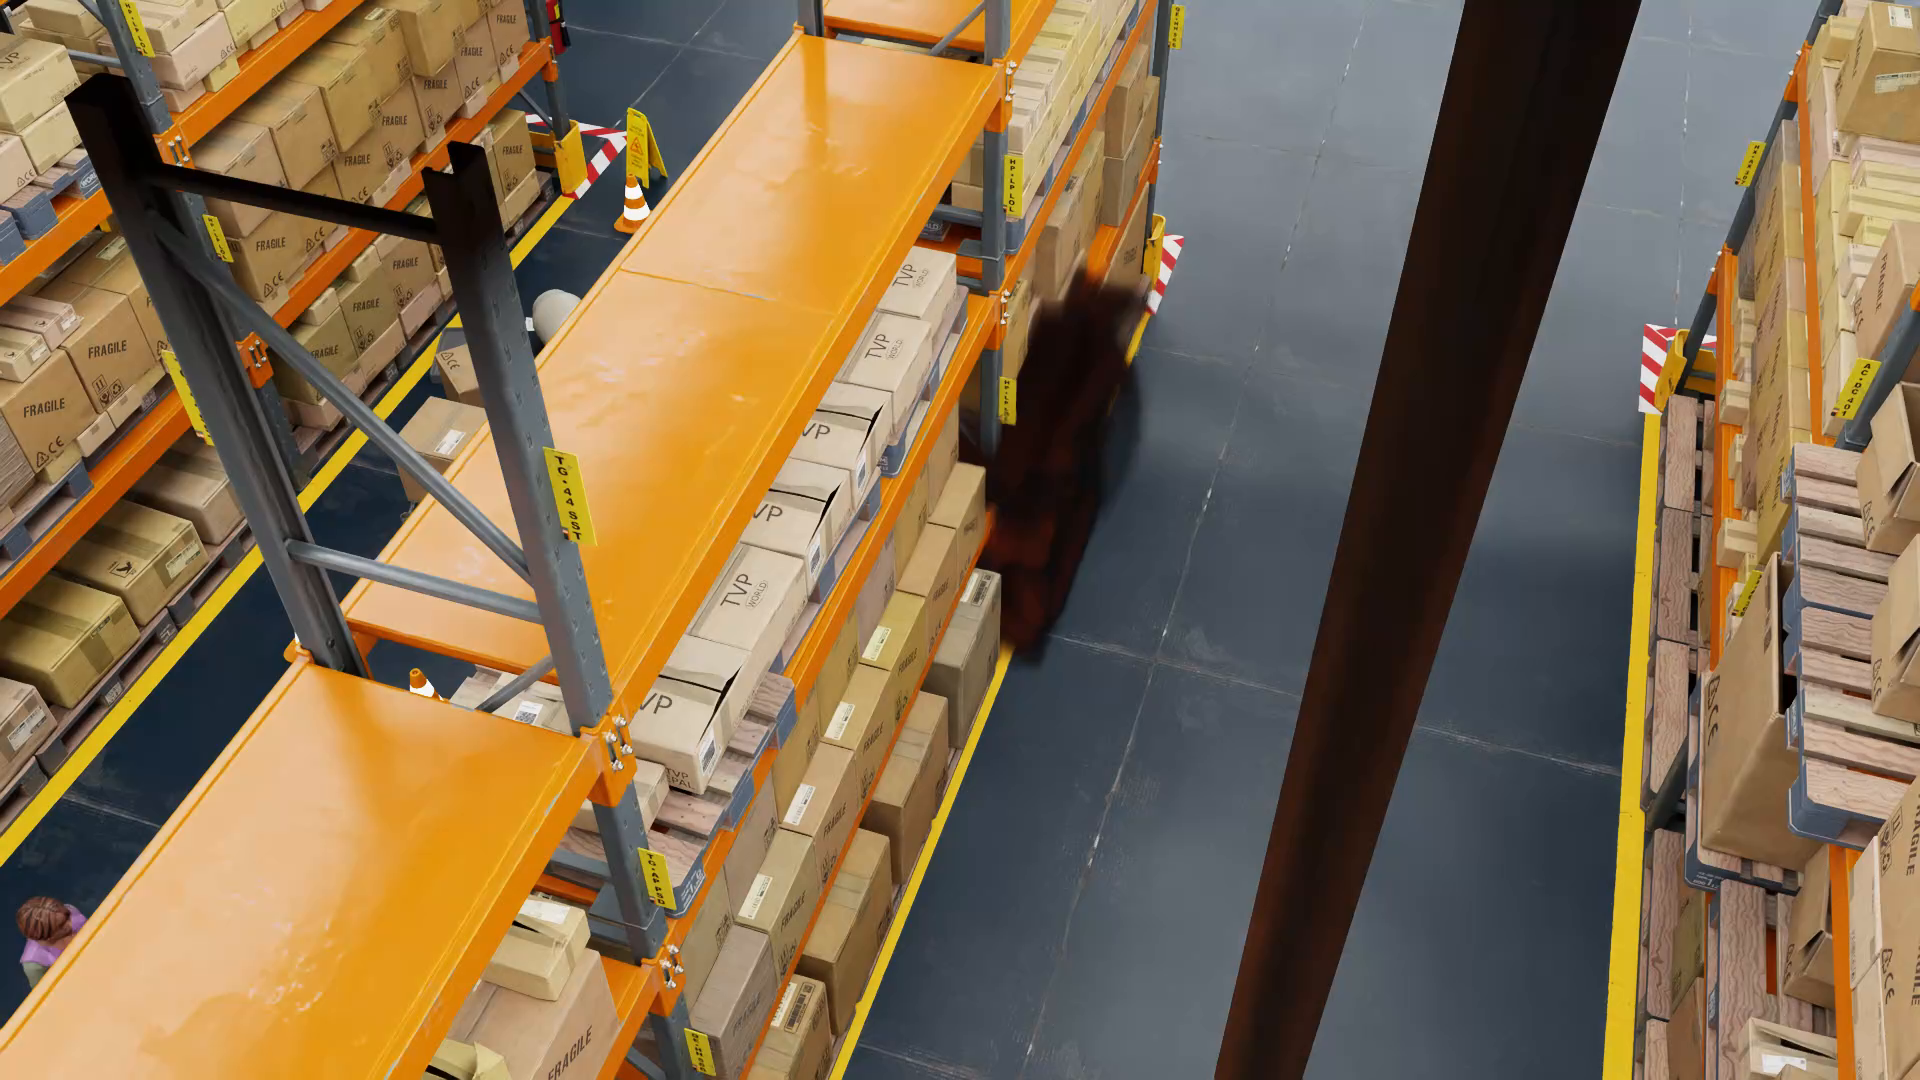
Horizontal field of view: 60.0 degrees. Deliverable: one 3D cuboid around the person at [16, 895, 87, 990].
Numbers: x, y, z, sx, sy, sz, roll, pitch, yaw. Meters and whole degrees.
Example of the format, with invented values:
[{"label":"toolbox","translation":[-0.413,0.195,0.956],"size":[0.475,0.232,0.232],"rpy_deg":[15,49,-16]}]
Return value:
[{"label":"person","translation":[-4.068,2.158,7.901],"size":[0.481,1.596,0.484],"rpy_deg":[14,47,13]}]
